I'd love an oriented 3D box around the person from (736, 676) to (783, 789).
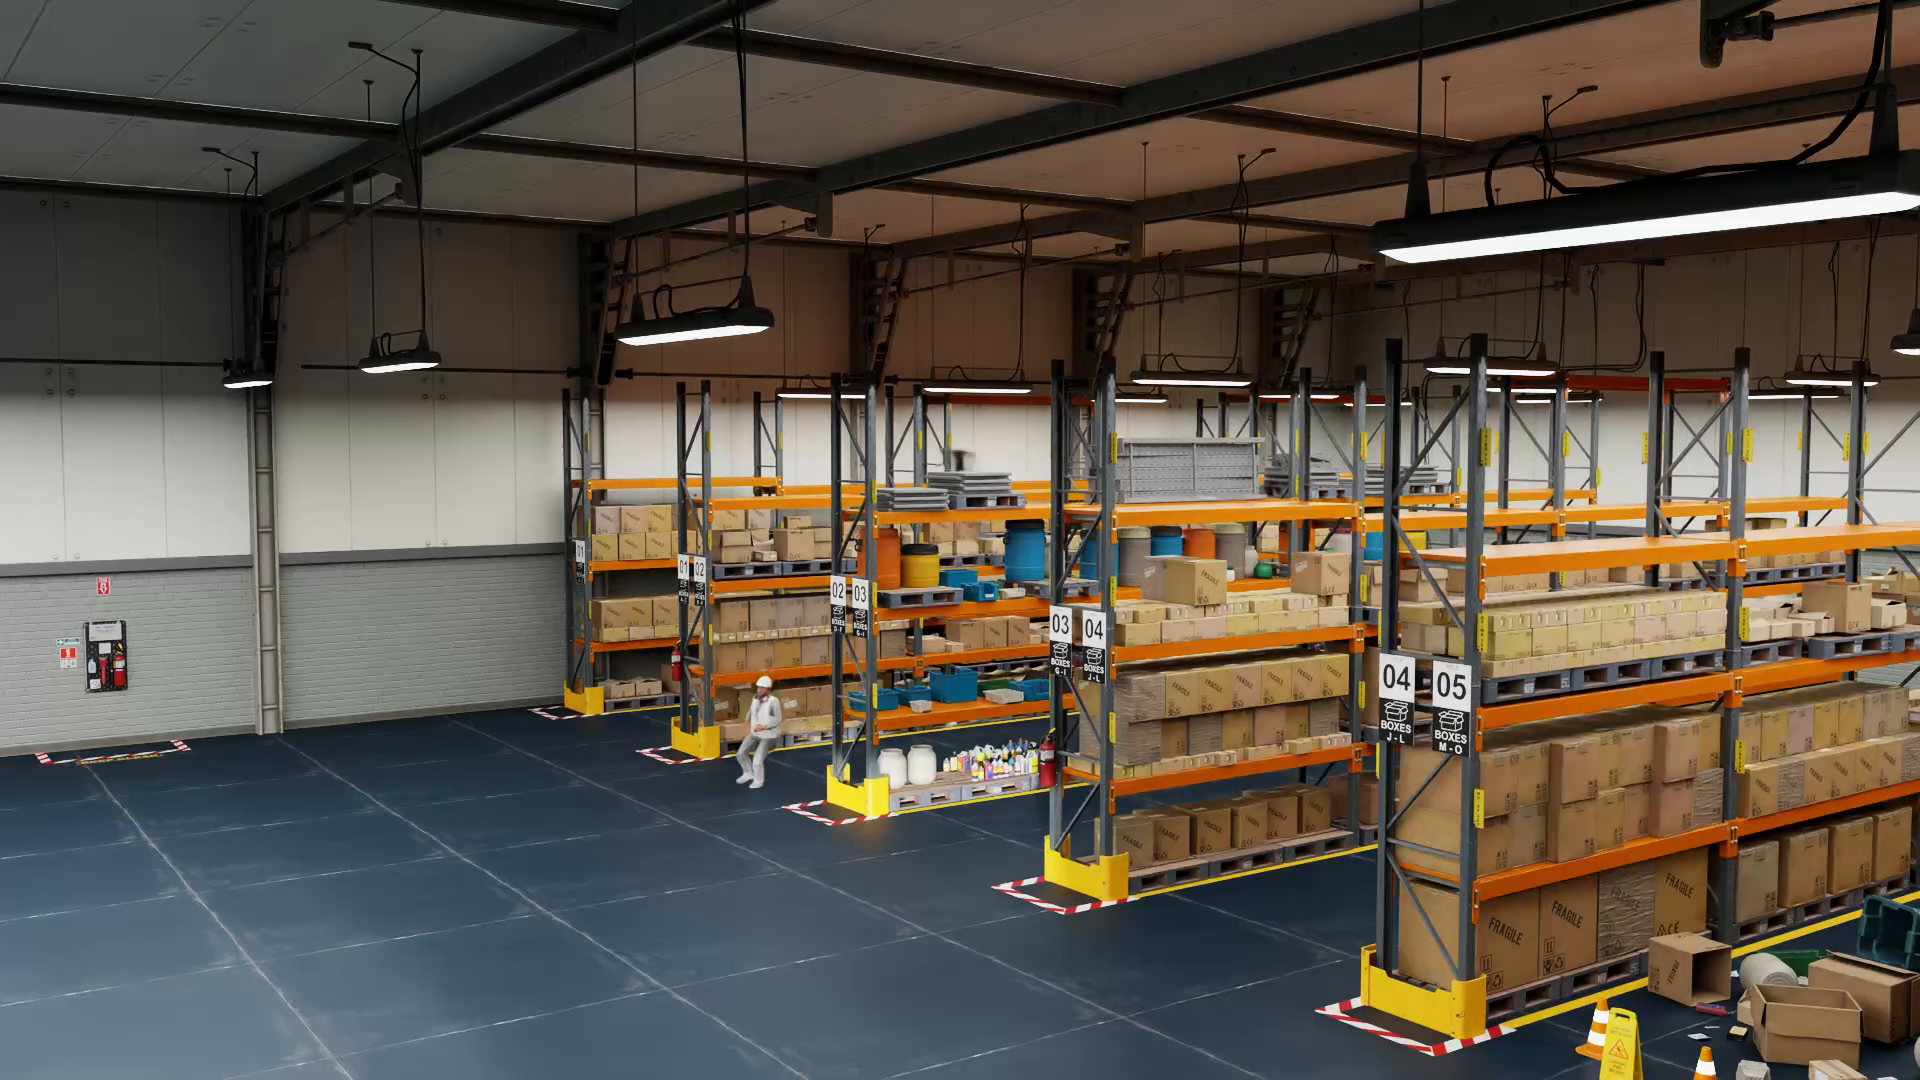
[{"bbox_3d":[-2.934,2.794,24.038,0.851,1.672,0.611,2,4,28],"label":"person"}]
